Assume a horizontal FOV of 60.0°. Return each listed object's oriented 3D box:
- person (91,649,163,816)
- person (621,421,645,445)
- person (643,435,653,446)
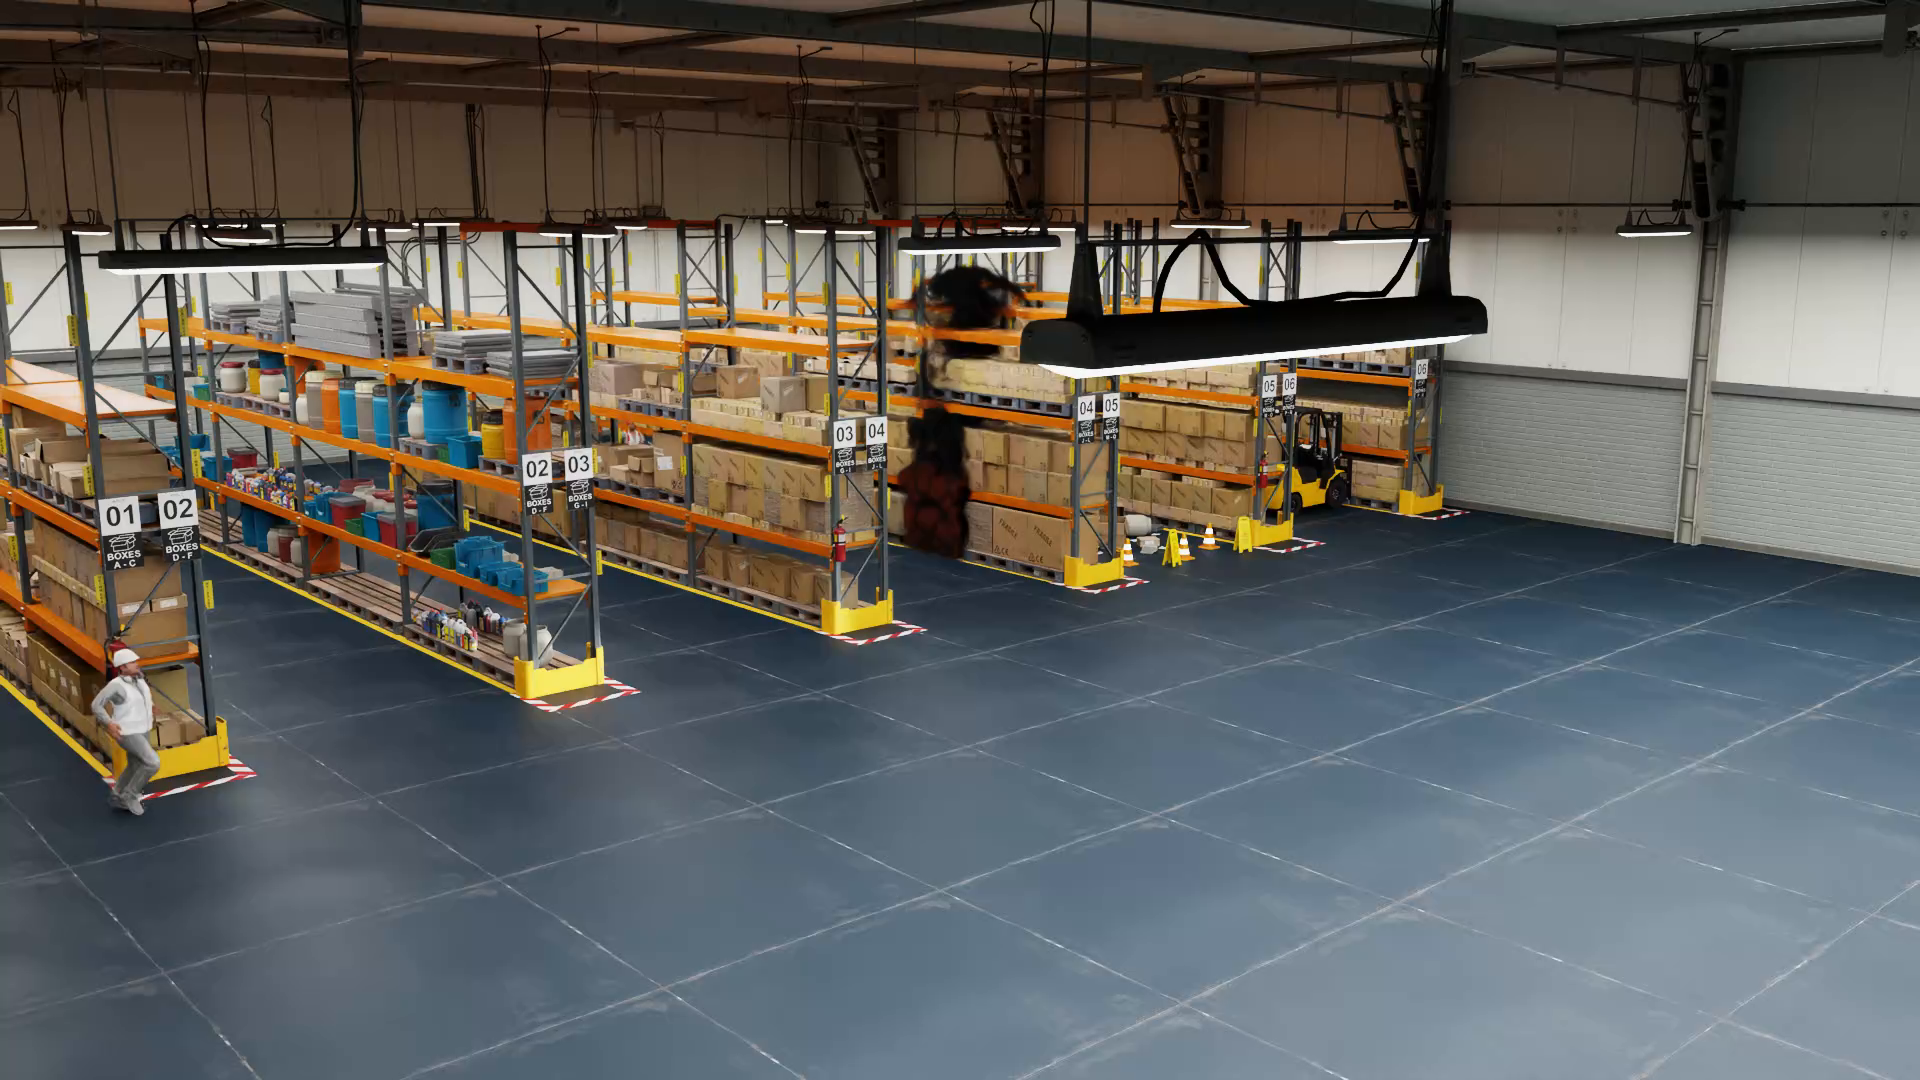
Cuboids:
[{"bbox_3d":[-8.696,2.012,17.495,0.671,1.763,0.634,1,11,3],"label":"person"},{"bbox_3d":[-7.074,-1.758,36.043,0.693,1.776,0.639,11,16,44],"label":"person"},{"bbox_3d":[-7.988,-2.739,41.445,0.816,1.534,0.606,4,12,18],"label":"person"}]
